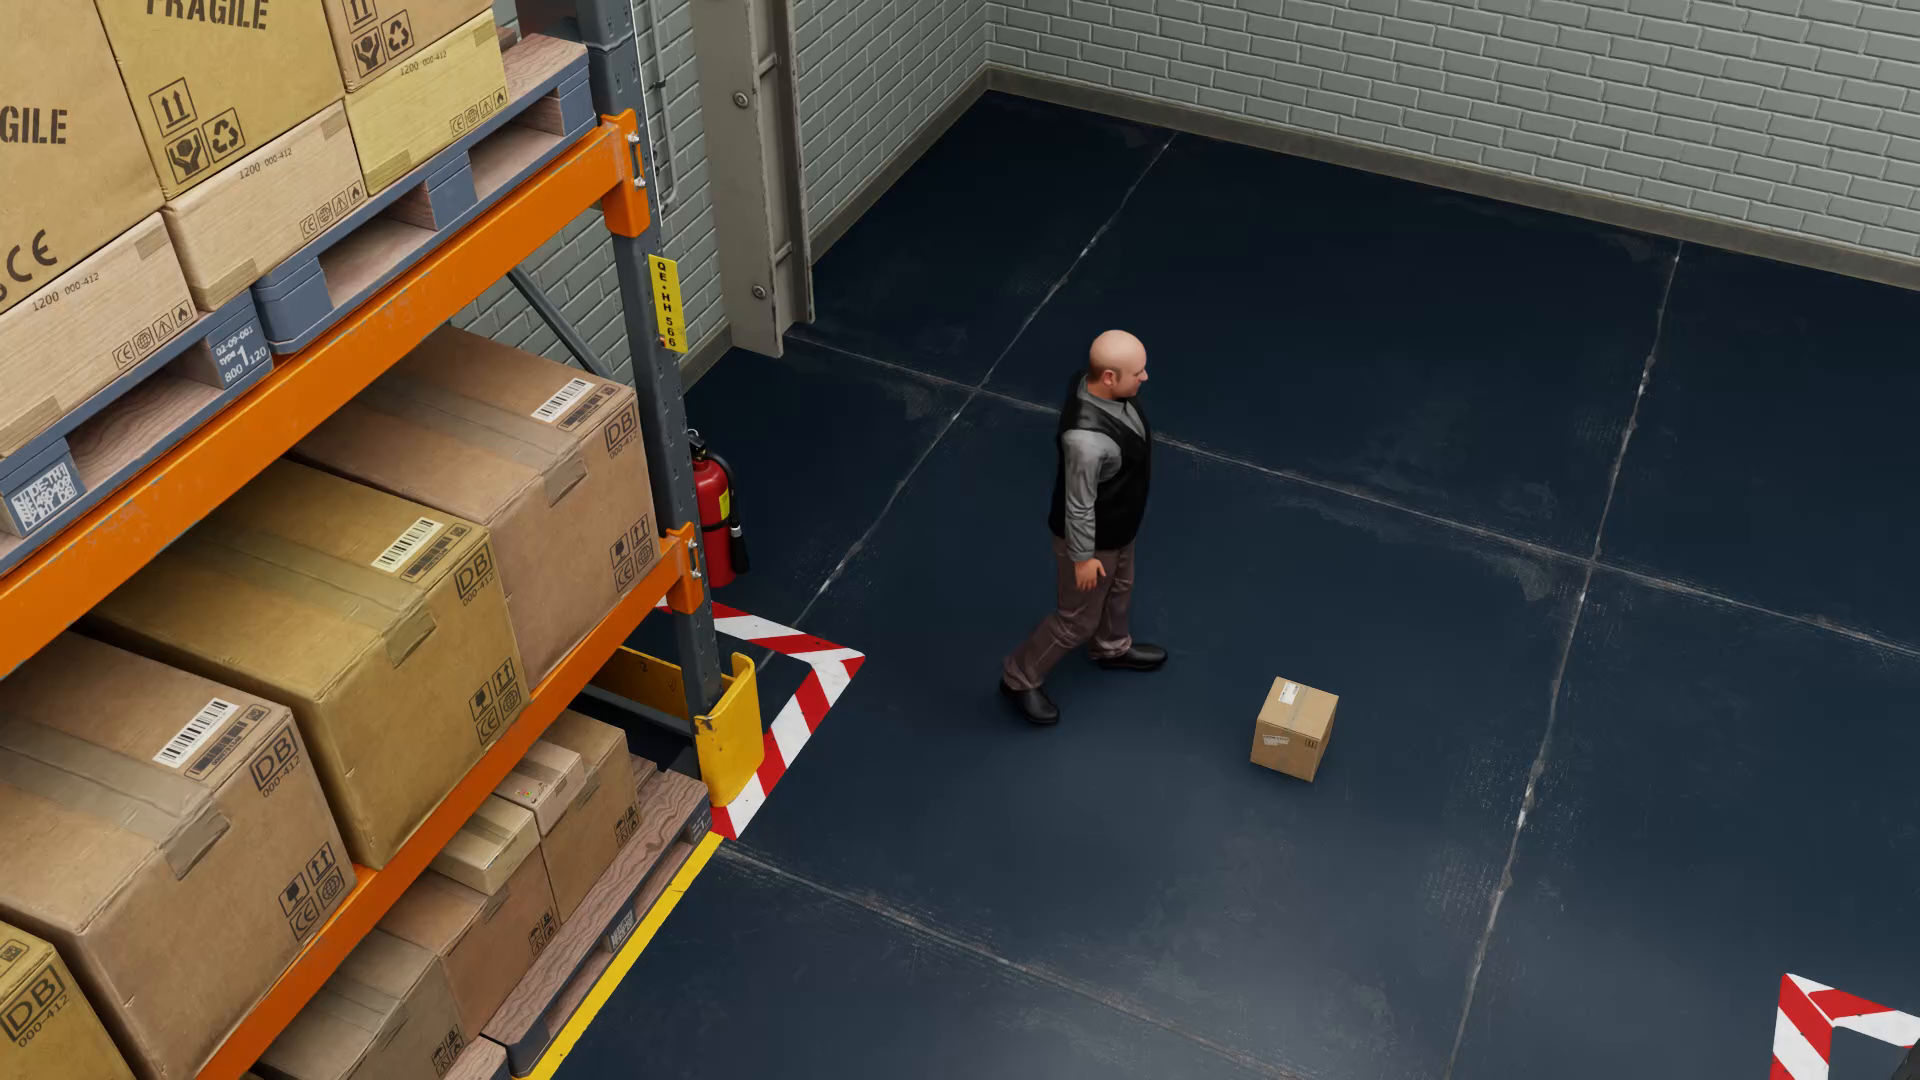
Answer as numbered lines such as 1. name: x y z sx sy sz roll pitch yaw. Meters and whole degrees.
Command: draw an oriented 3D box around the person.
1. person: 0.504 -0.056 6.237 0.644 1.721 0.593 9 42 10
